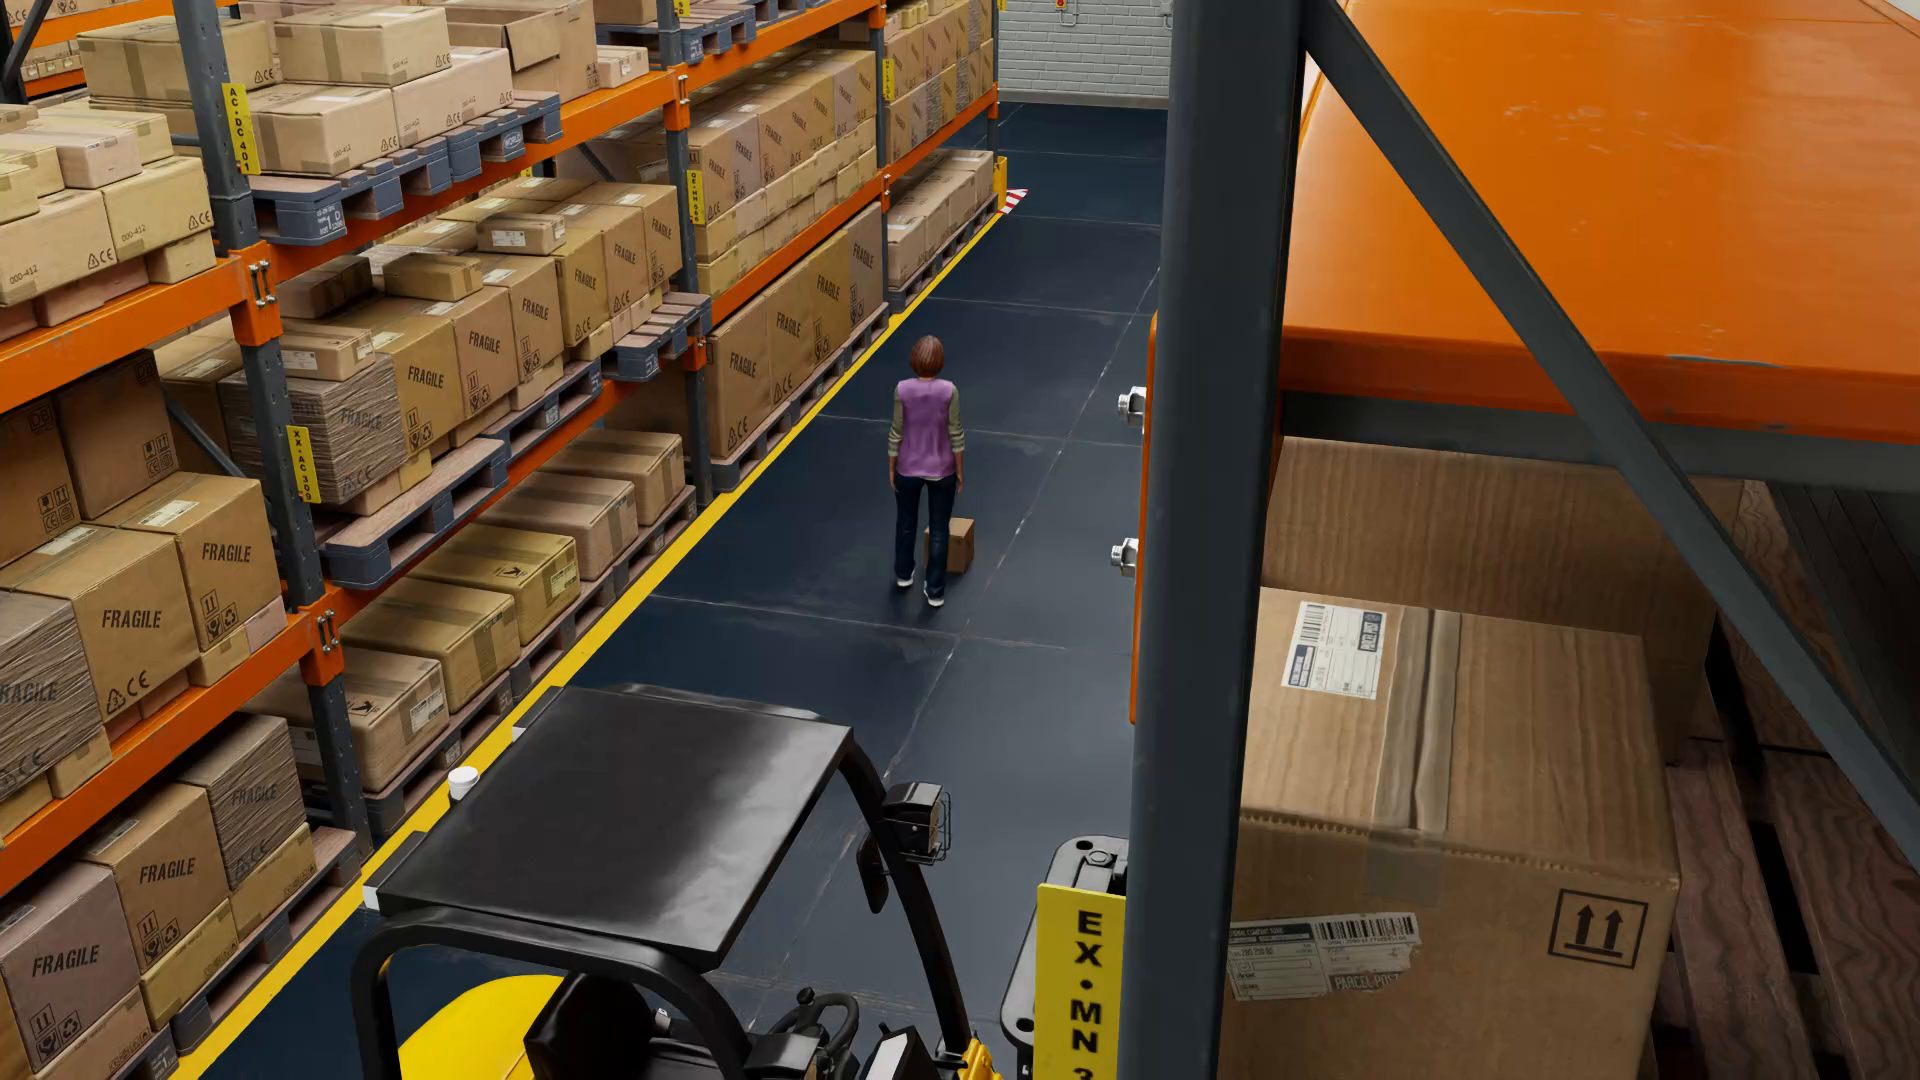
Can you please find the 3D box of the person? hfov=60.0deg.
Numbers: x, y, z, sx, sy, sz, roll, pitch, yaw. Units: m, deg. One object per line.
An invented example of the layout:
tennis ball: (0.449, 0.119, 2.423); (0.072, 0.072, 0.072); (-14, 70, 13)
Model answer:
person: (-0.181, -0.420, 9.486); (0.433, 1.581, 0.517); (2, 26, 4)
